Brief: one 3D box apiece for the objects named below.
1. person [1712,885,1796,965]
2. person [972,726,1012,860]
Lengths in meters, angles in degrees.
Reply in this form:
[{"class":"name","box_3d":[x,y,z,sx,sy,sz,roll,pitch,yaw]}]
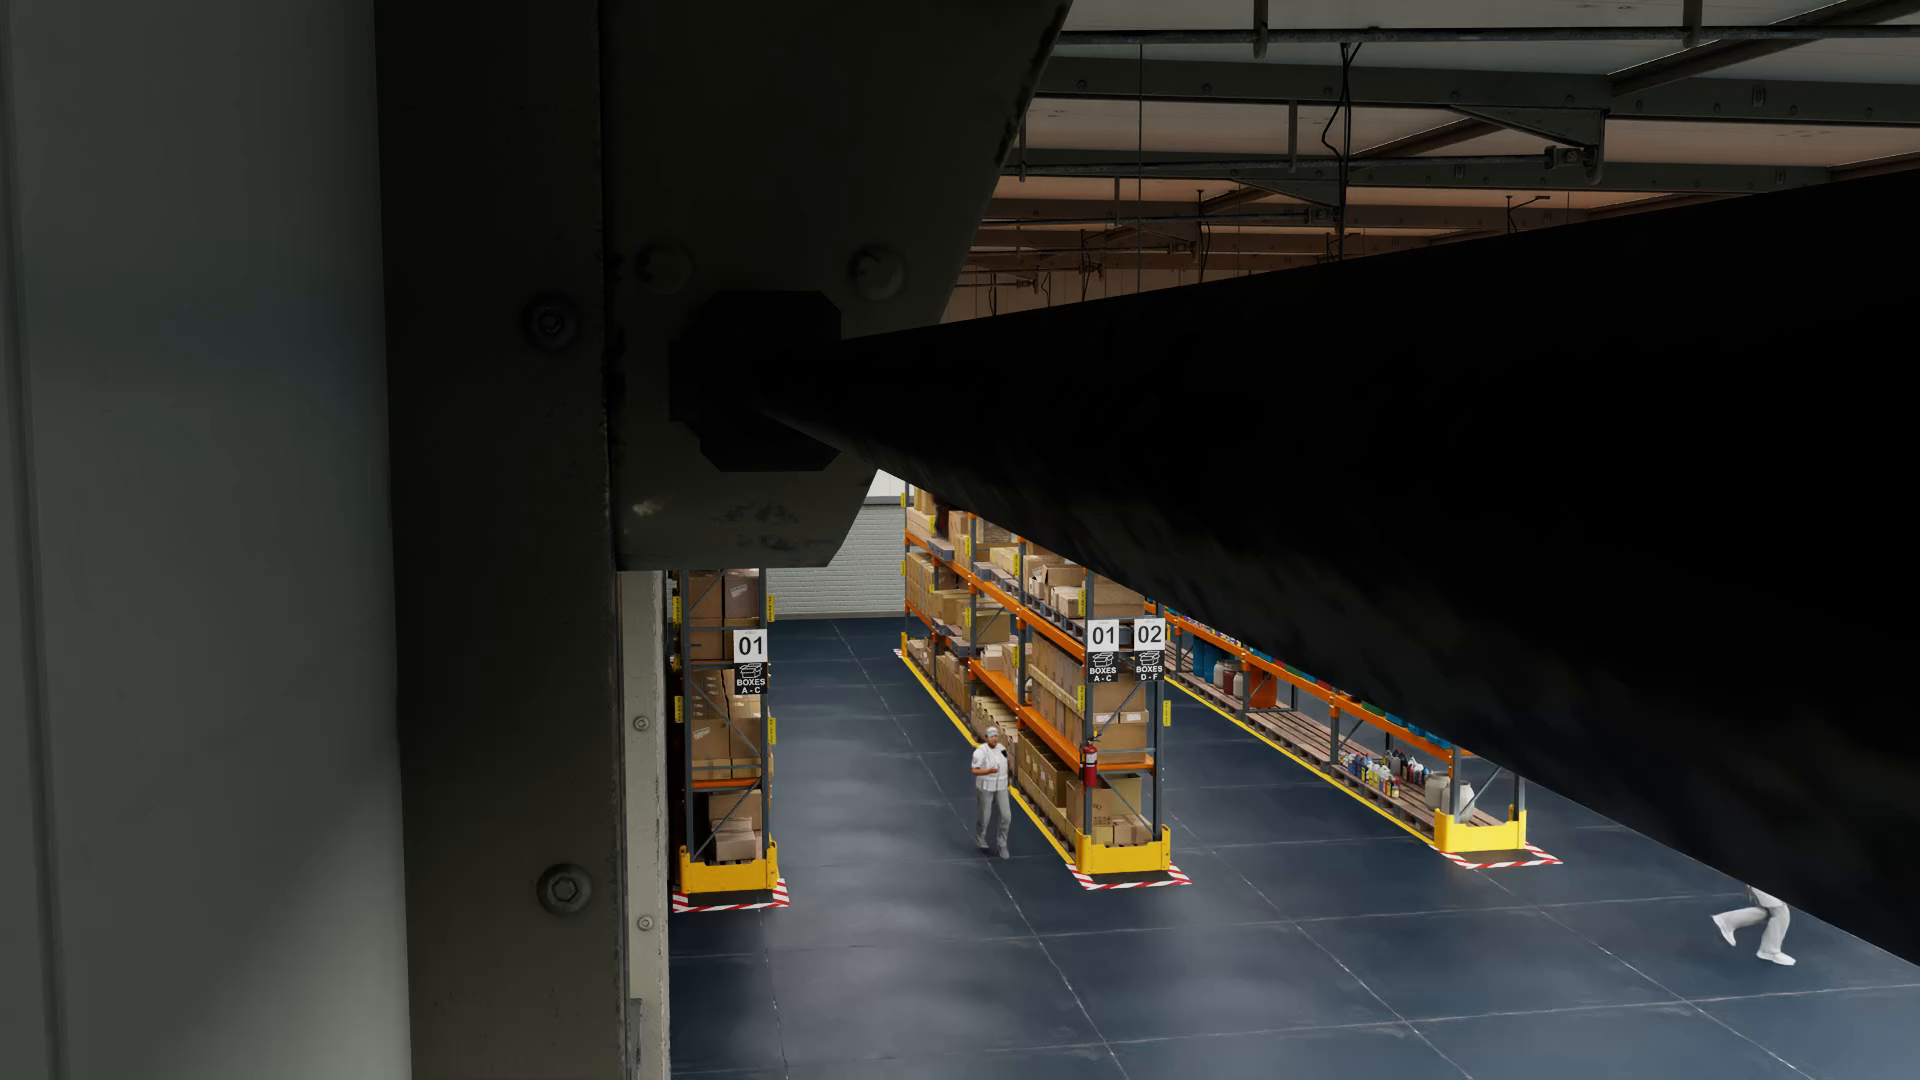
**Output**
[{"class":"person","box_3d":[8.526,3.630,17.793,0.817,1.755,0.731,2,6,20]},{"class":"person","box_3d":[0.415,3.270,21.609,0.586,1.725,0.711,-2,6,-20]}]
